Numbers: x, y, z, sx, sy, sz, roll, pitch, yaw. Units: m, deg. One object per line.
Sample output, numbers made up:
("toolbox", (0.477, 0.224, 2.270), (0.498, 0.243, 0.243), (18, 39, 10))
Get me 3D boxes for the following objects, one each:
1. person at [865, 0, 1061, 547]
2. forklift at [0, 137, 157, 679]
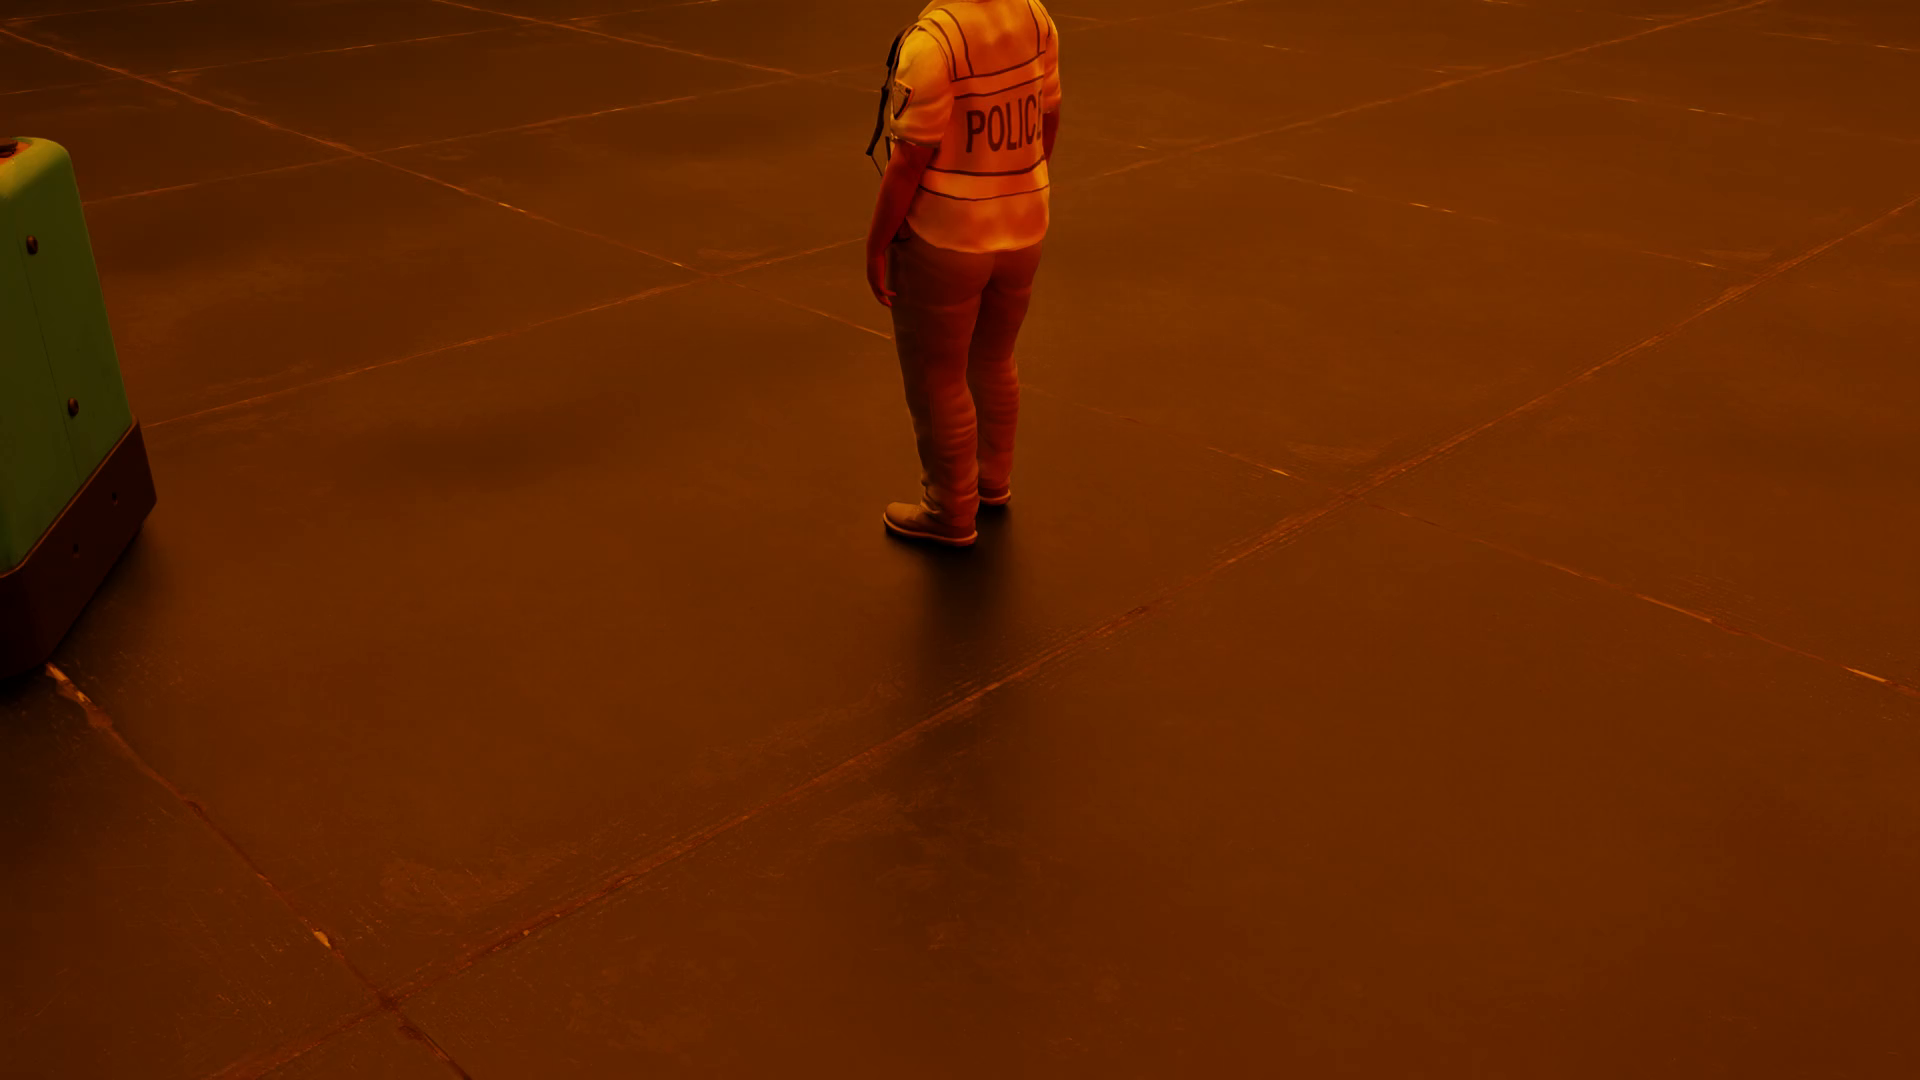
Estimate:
("person", (-0.038, -0.786, 4.235), (0.599, 1.670, 0.529), (-24, 35, -39))
("forklift", (-3.656, -1.074, 3.403), (3.031, 2.935, 1.130), (-4, 26, -7))
